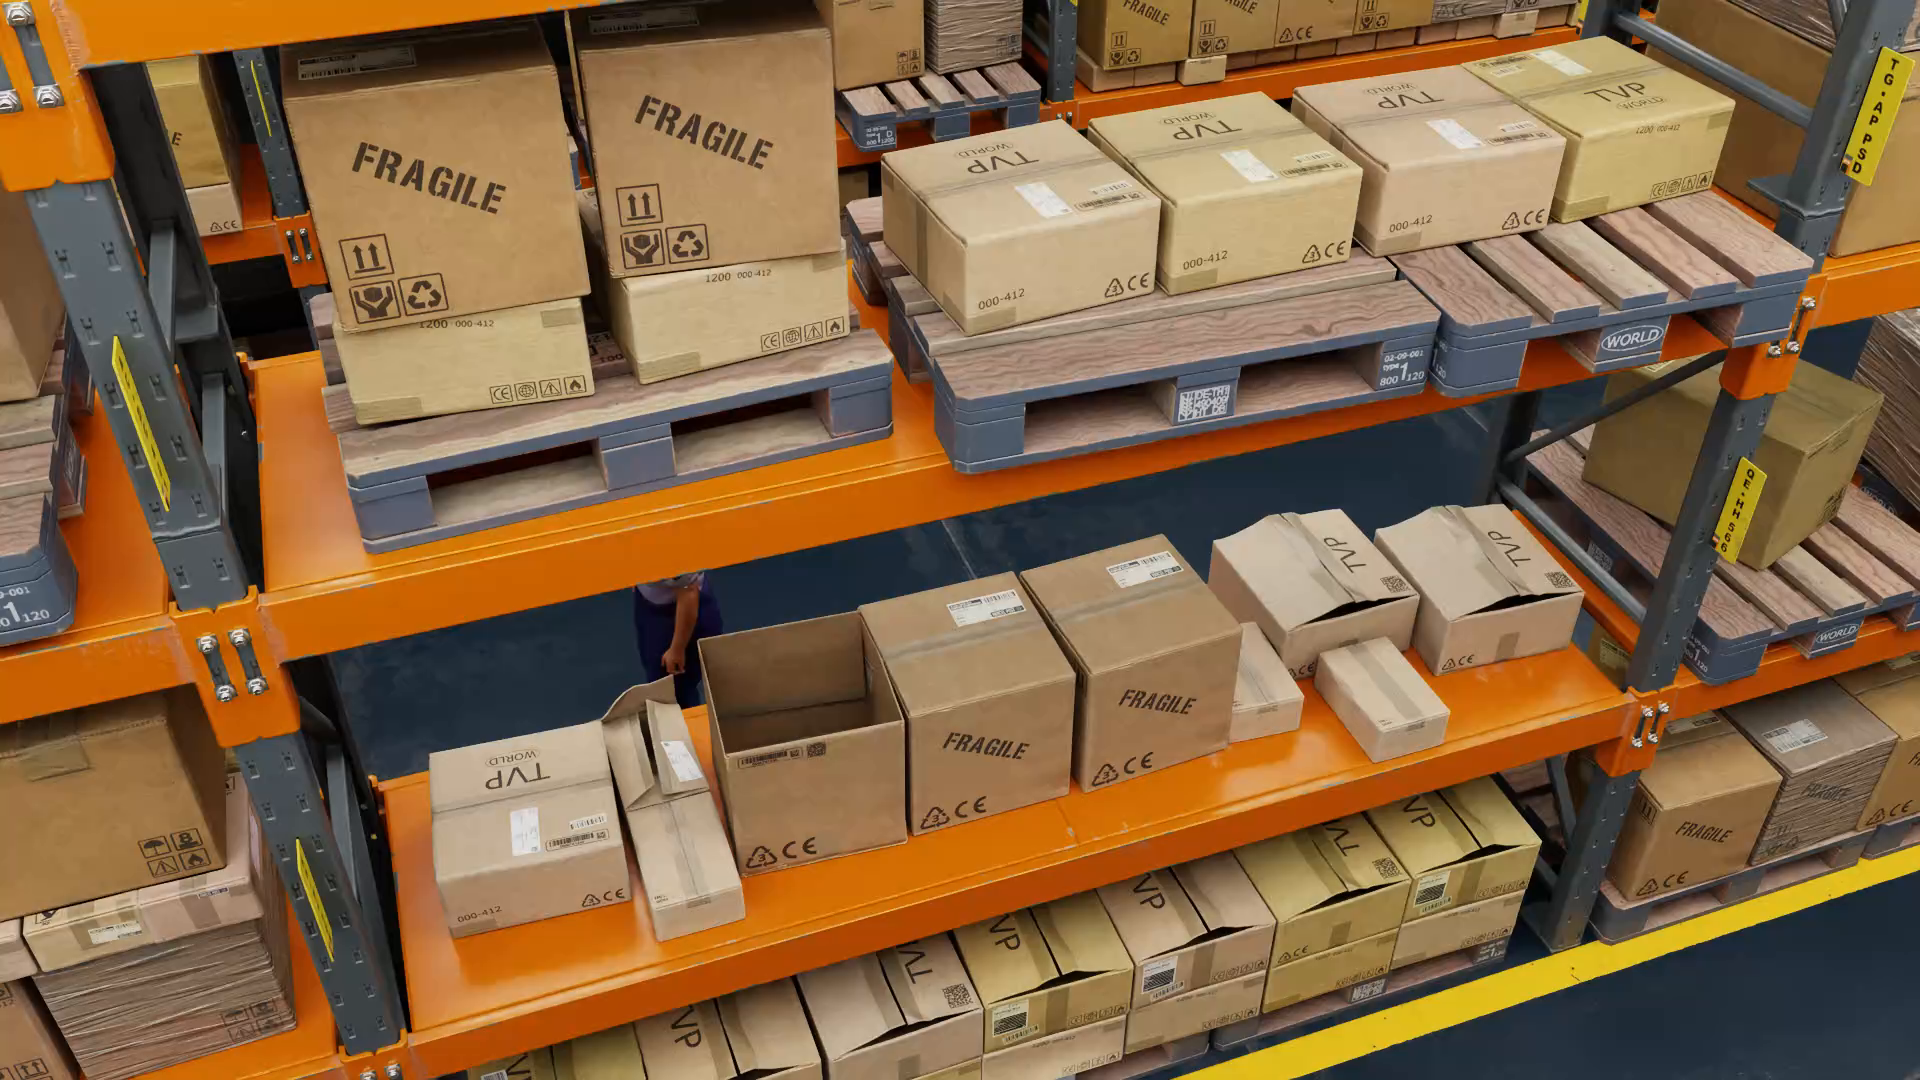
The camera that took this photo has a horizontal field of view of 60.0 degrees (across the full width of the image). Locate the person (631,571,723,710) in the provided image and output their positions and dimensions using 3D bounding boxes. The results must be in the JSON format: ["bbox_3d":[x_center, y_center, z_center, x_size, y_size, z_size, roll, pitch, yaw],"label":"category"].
[{"bbox_3d":[-1.153,0.284,6.427,0.418,1.649,0.563,-14,40,-18],"label":"person"}]
